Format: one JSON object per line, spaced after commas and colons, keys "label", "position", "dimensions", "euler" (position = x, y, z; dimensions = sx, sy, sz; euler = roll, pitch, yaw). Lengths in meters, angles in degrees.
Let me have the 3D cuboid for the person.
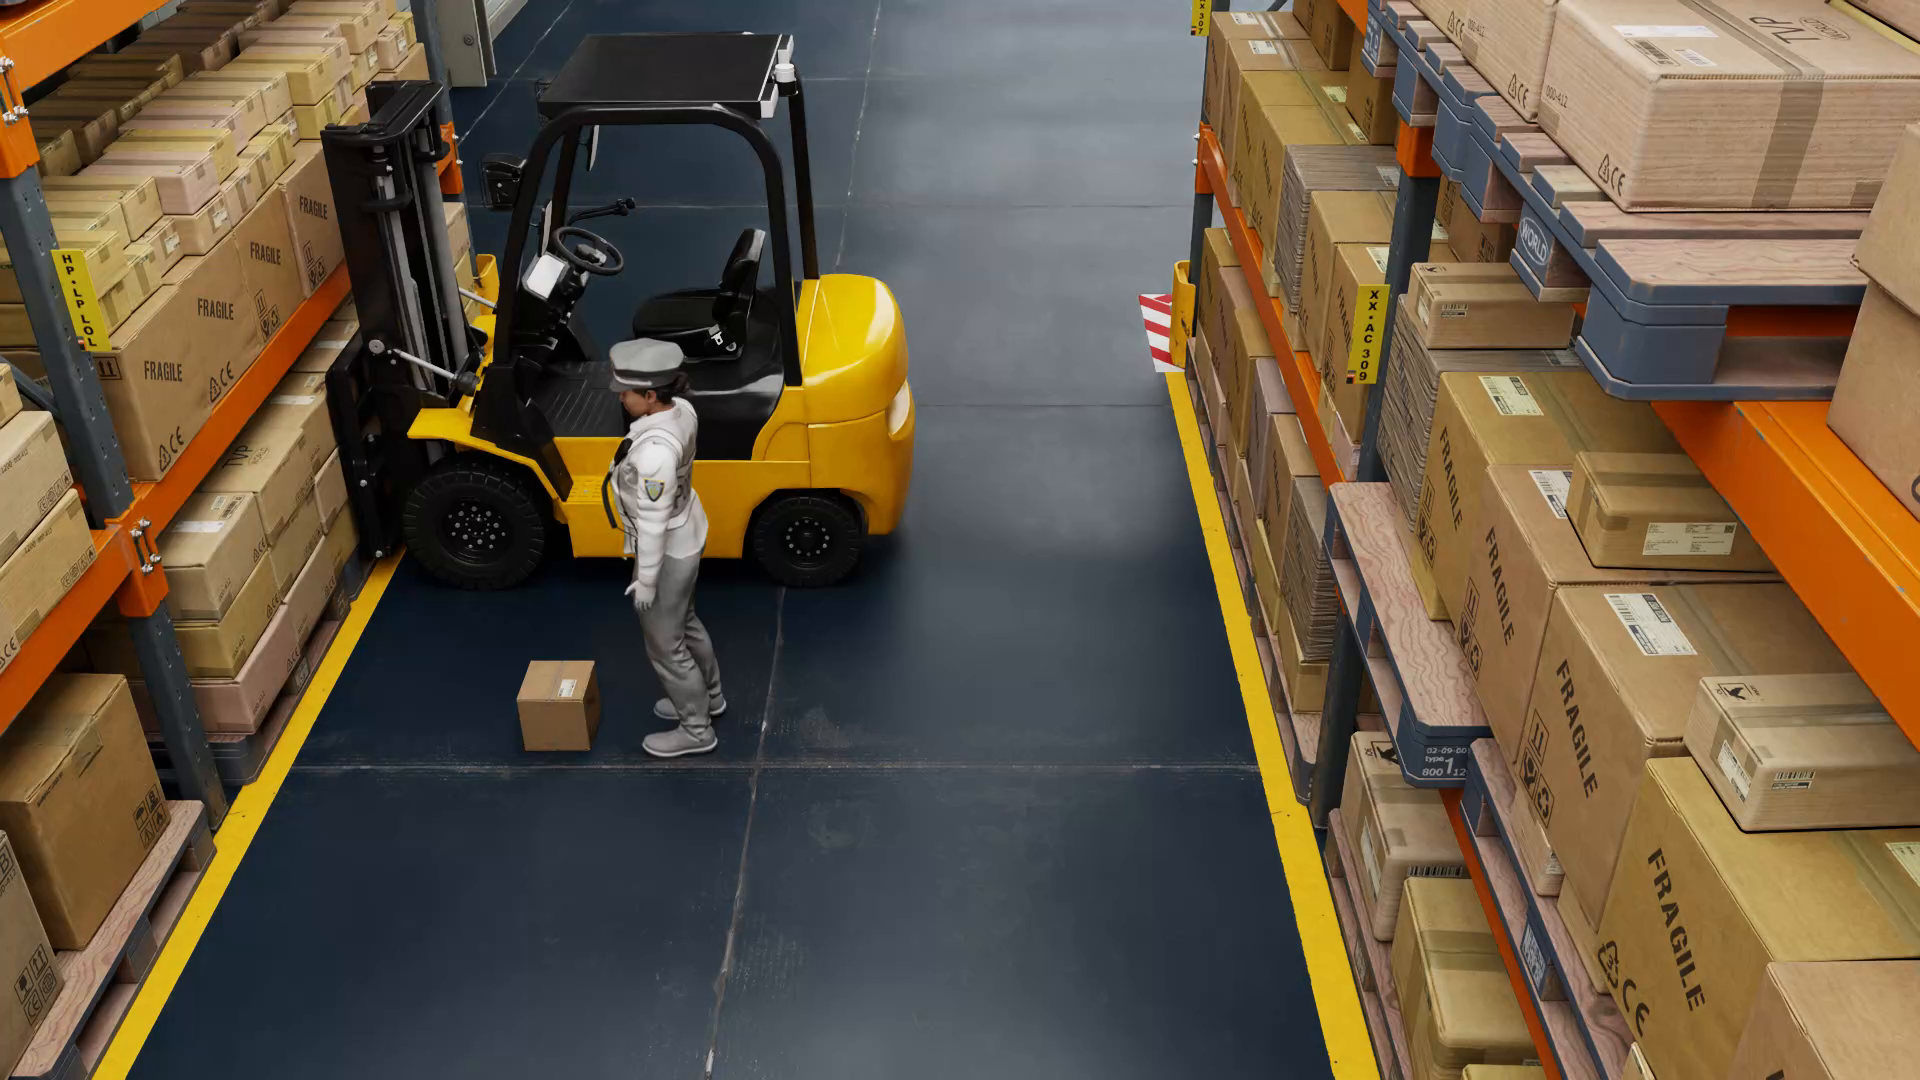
{"label": "person", "position": [-1.081, 0.056, 6.052], "dimensions": [0.328, 1.667, 0.469], "euler": [0, 32, 1]}
